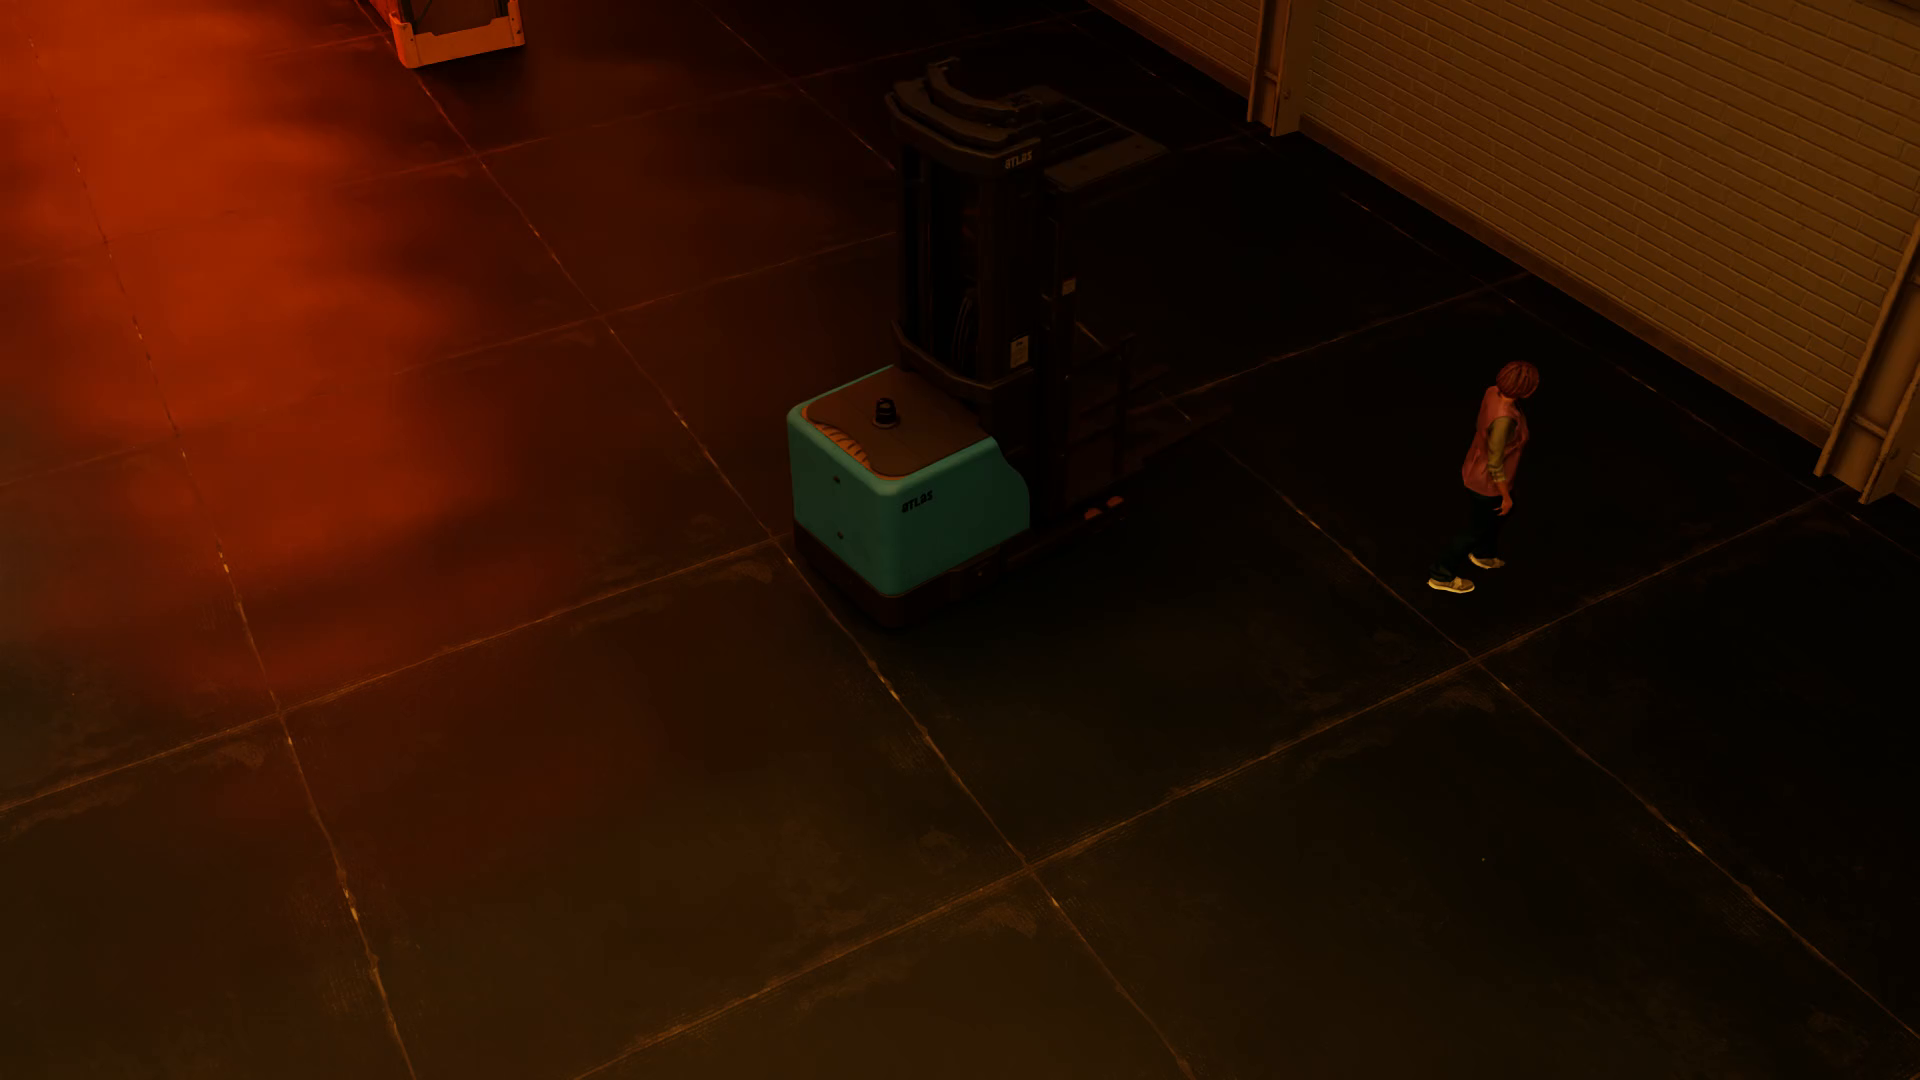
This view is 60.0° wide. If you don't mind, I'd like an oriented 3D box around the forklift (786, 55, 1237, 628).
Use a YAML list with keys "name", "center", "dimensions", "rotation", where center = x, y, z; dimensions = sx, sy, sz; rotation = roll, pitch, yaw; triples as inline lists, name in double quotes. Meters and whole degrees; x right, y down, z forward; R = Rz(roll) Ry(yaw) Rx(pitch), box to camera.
- name: "forklift"
  center: [0.450, -1.400, 9.724]
  dimensions: [3.031, 2.935, 1.130]
  rotation: [-27, 47, -29]

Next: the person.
- name: "person"
  center: [3.057, -0.335, 9.539]
  dimensions: [0.509, 1.628, 0.513]
  rotation: [6, 40, 7]
